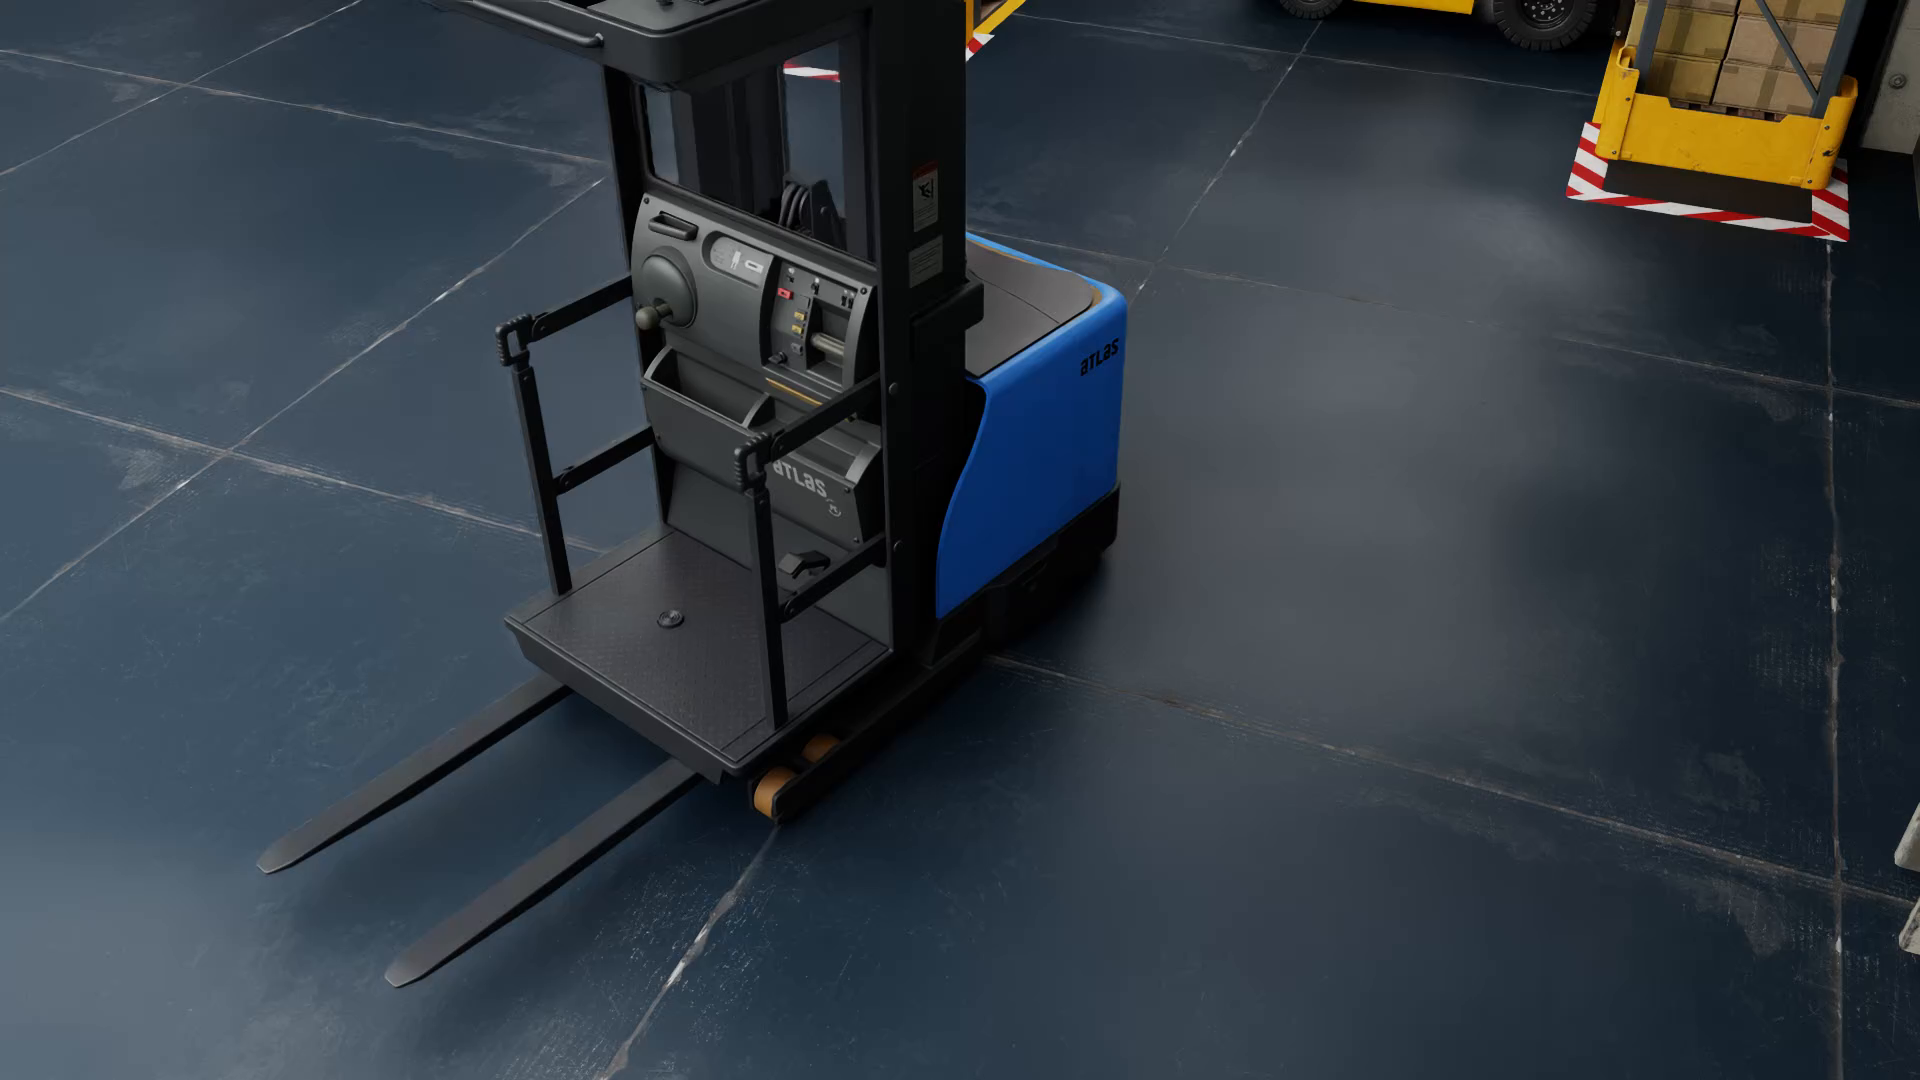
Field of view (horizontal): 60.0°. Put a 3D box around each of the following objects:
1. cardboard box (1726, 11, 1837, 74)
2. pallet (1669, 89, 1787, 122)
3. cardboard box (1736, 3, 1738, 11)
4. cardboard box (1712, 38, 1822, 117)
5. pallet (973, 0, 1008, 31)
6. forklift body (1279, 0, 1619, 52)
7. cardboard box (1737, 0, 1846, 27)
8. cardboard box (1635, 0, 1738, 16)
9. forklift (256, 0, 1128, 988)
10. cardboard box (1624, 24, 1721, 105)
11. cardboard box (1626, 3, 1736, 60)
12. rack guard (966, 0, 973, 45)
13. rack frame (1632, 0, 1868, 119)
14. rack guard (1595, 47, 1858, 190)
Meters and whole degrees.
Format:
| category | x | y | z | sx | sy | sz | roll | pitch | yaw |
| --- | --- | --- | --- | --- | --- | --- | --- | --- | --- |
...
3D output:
| category | x | y | z | sx | sy | sz | roll | pitch | yaw |
| --- | --- | --- | --- | --- | --- | --- | --- | --- | --- |
| cardboard box | 4.432 | -2.742 | 8.941 | 0.500 | 0.250 | 0.500 | 15 | 39 | 19 |
| pallet | 4.313 | -2.578 | 9.522 | 1.003 | 0.211 | 1.213 | 14 | 39 | 18 |
| cardboard box | 4.612 | -3.022 | 9.316 | 0.500 | 0.250 | 0.500 | 13 | 39 | 17 |
| cardboard box | 4.429 | -2.556 | 9.110 | 0.500 | 0.250 | 0.500 | 14 | 39 | 18 |
| pallet | -0.160 | -3.757 | 11.101 | 1.003 | 0.211 | 1.213 | 14 | 39 | 18 |
| forklift body | 3.095 | -4.387 | 10.323 | 2.313 | 2.155 | 1.214 | 14 | 39 | 18 |
| cardboard box | 4.419 | -2.952 | 8.805 | 0.500 | 0.250 | 0.500 | 13 | 39 | 17 |
| cardboard box | 3.948 | -3.055 | 8.943 | 0.500 | 0.250 | 0.500 | 15 | 39 | 19 |
| forklift | -0.750 | -0.654 | 4.677 | 1.130 | 2.935 | 3.031 | 27 | 44 | 31 |
| cardboard box | 3.947 | -2.661 | 9.250 | 0.500 | 0.250 | 0.500 | 14 | 39 | 18 |
| cardboard box | 3.957 | -2.870 | 9.112 | 0.500 | 0.250 | 0.500 | 13 | 39 | 17 |
| rack guard | -0.502 | -3.431 | 10.423 | 1.175 | 0.500 | 0.348 | 14 | 39 | 18 |
| rack frame | 4.061 | -3.262 | 8.108 | 1.000 | 3.000 | 0.127 | 14 | 39 | 18 |
| rack guard | 4.052 | -2.247 | 8.839 | 1.175 | 0.500 | 0.348 | 14 | 39 | 18 |
